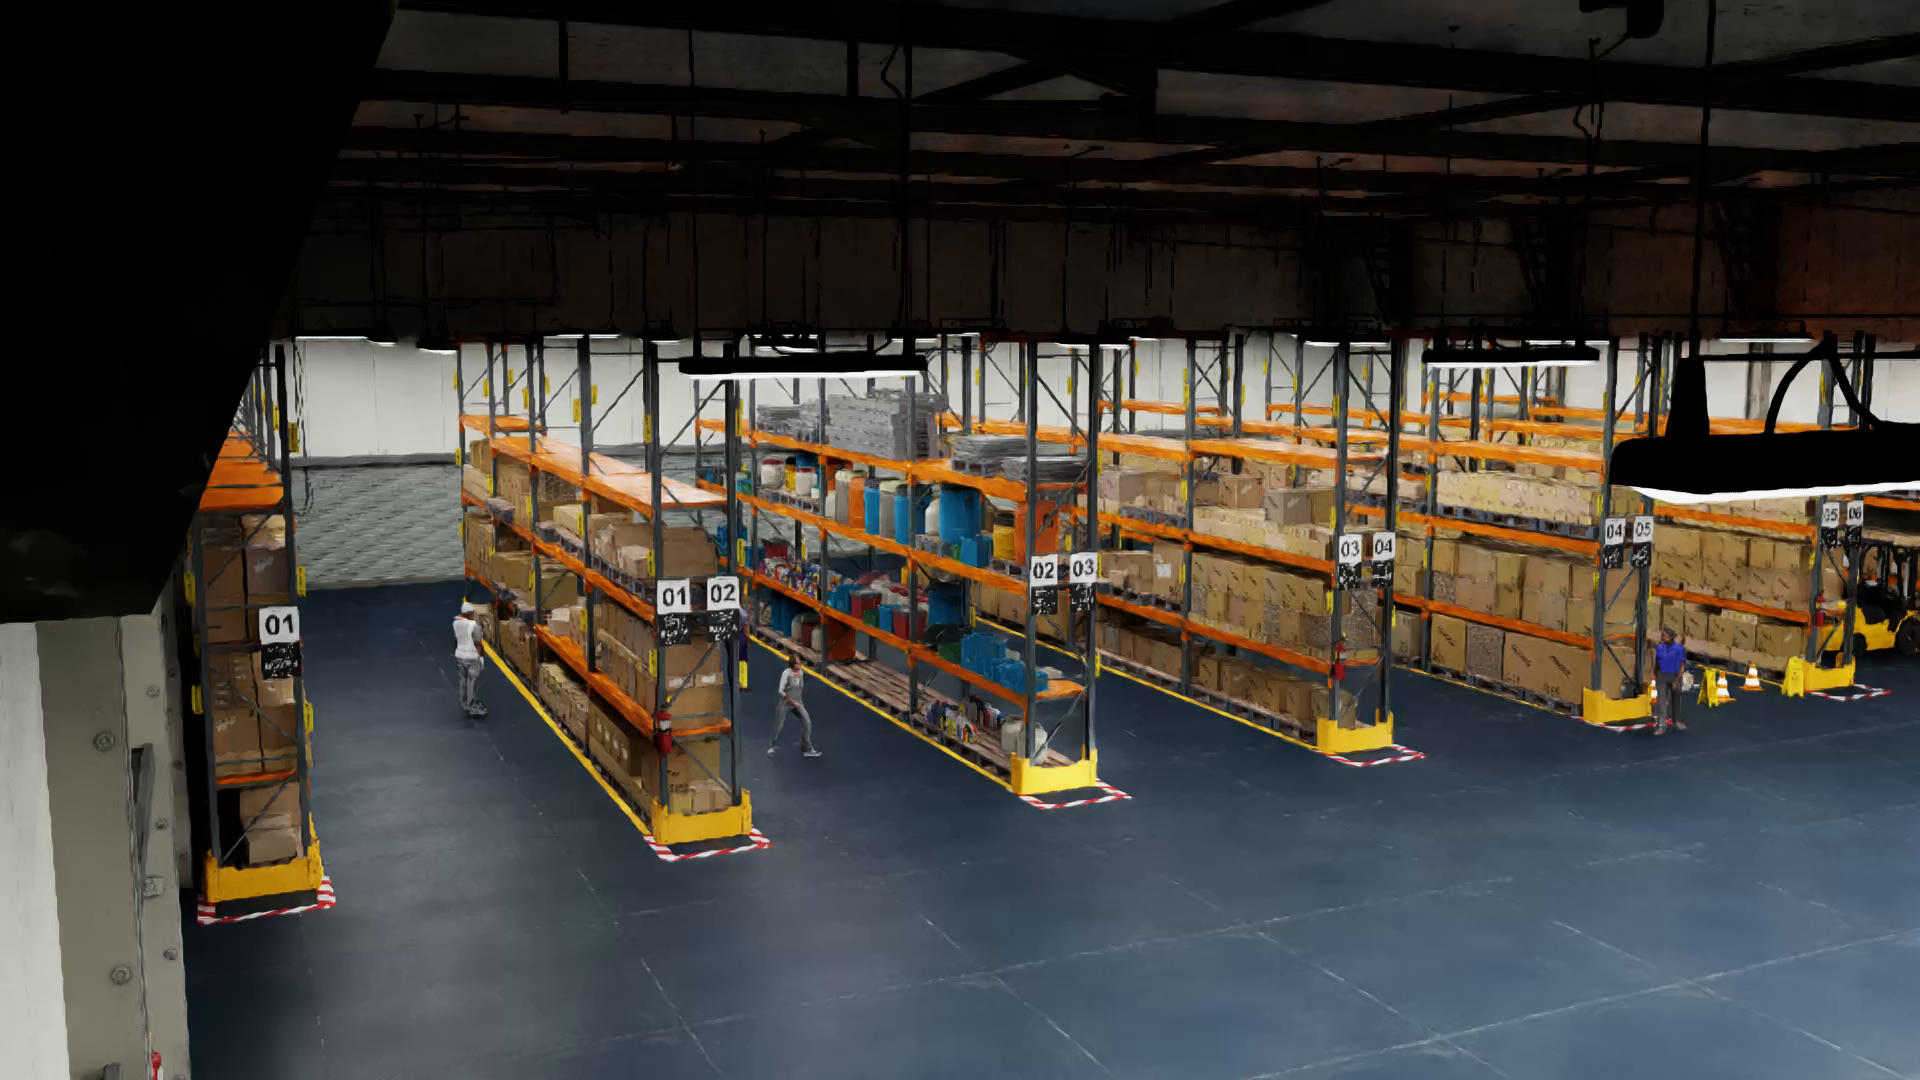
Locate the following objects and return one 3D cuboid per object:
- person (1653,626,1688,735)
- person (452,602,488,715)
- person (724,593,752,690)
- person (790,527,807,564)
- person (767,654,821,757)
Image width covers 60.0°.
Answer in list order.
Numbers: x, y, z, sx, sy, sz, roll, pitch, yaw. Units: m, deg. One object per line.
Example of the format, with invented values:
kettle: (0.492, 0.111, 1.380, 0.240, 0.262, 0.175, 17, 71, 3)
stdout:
person: (10.816, 2.145, 25.307, 0.490, 1.586, 0.684, 6, 10, 36)
person: (-7.789, 1.864, 26.514, 0.620, 1.786, 0.454, 5, 9, 34)
person: (-3.763, 1.700, 28.289, 0.530, 1.653, 0.430, 6, 10, 36)
person: (-3.484, 0.583, 36.110, 0.479, 1.767, 0.616, -3, 8, -18)
person: (-2.430, 2.358, 23.860, 0.569, 1.530, 0.774, -7, 10, -42)
